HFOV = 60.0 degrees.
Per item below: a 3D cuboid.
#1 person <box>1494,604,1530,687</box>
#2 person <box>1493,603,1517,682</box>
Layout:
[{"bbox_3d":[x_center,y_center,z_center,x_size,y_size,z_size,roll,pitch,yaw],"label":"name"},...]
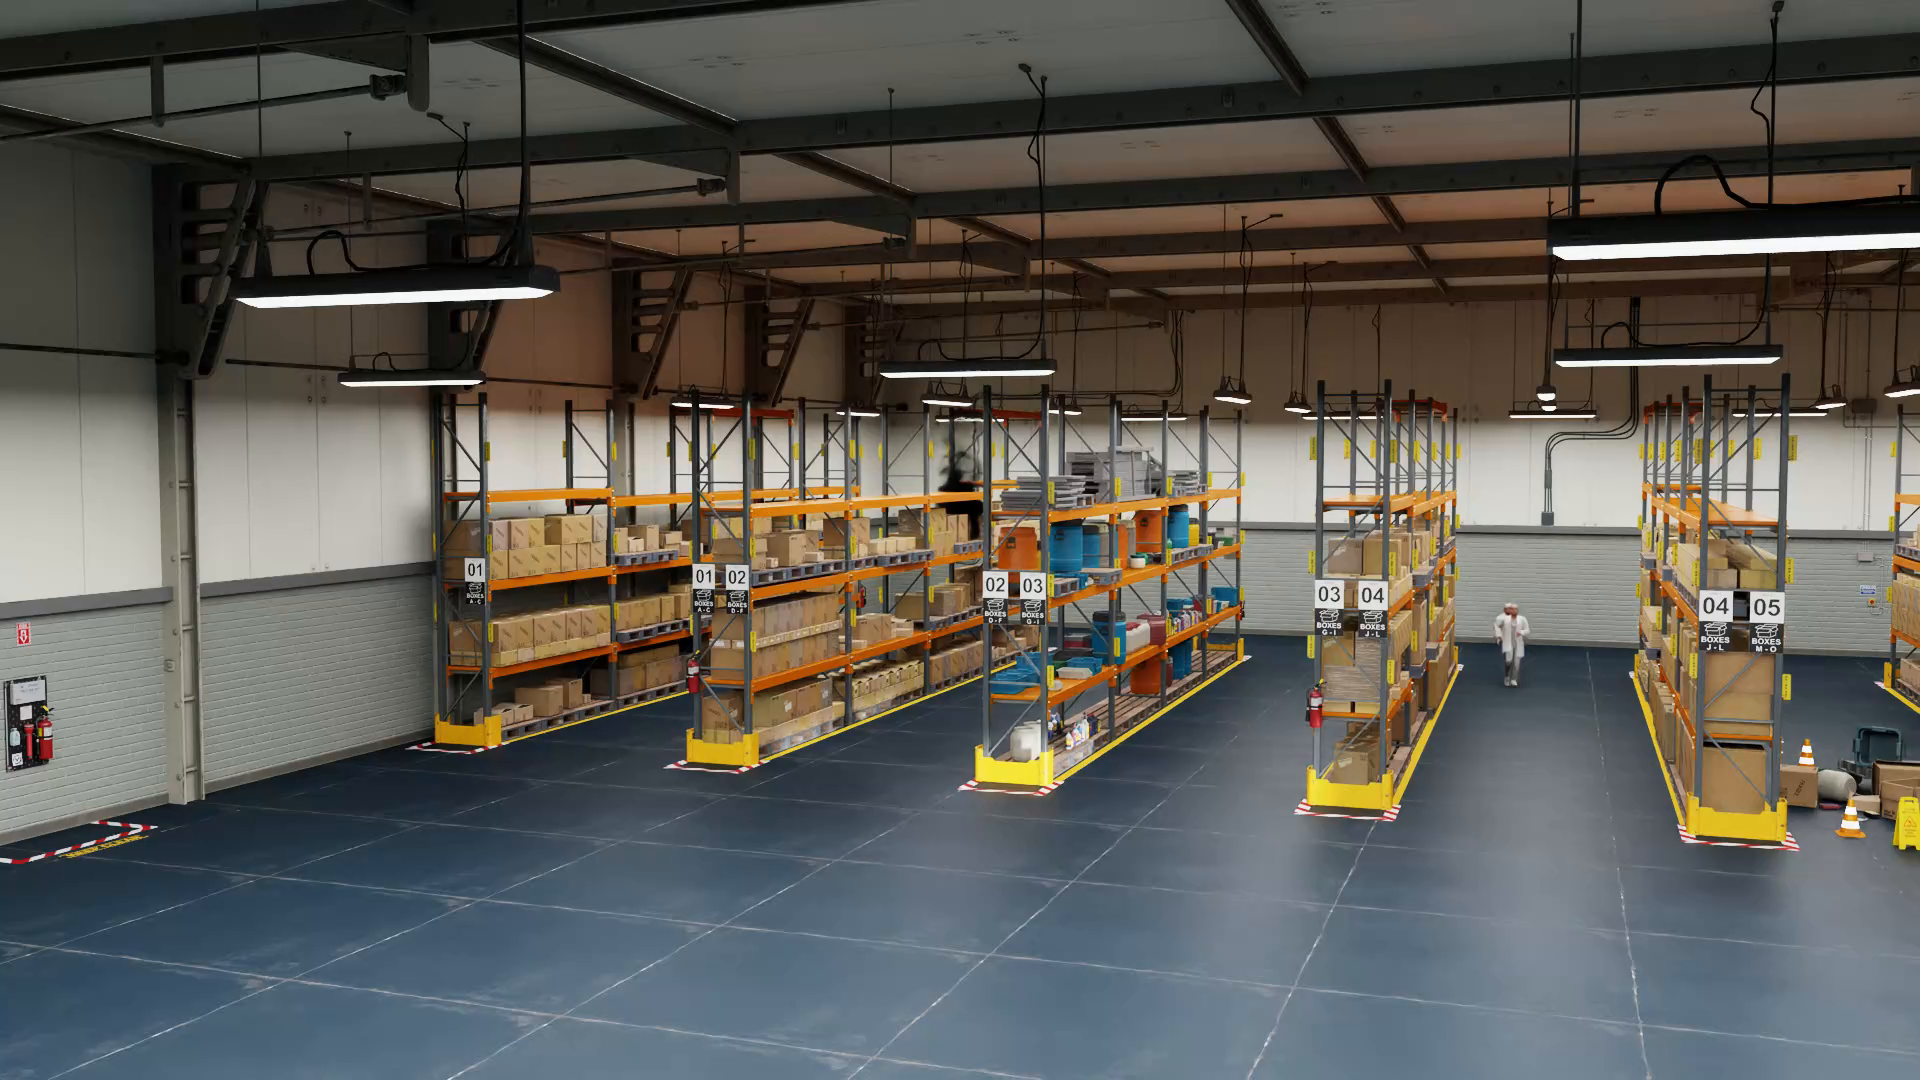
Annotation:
[{"bbox_3d":[11.732,2.238,35.297,0.688,1.760,0.724,1,3,11],"label":"person"},{"bbox_3d":[12.014,2.249,36.478,0.635,1.741,0.688,1,3,16],"label":"person"}]
